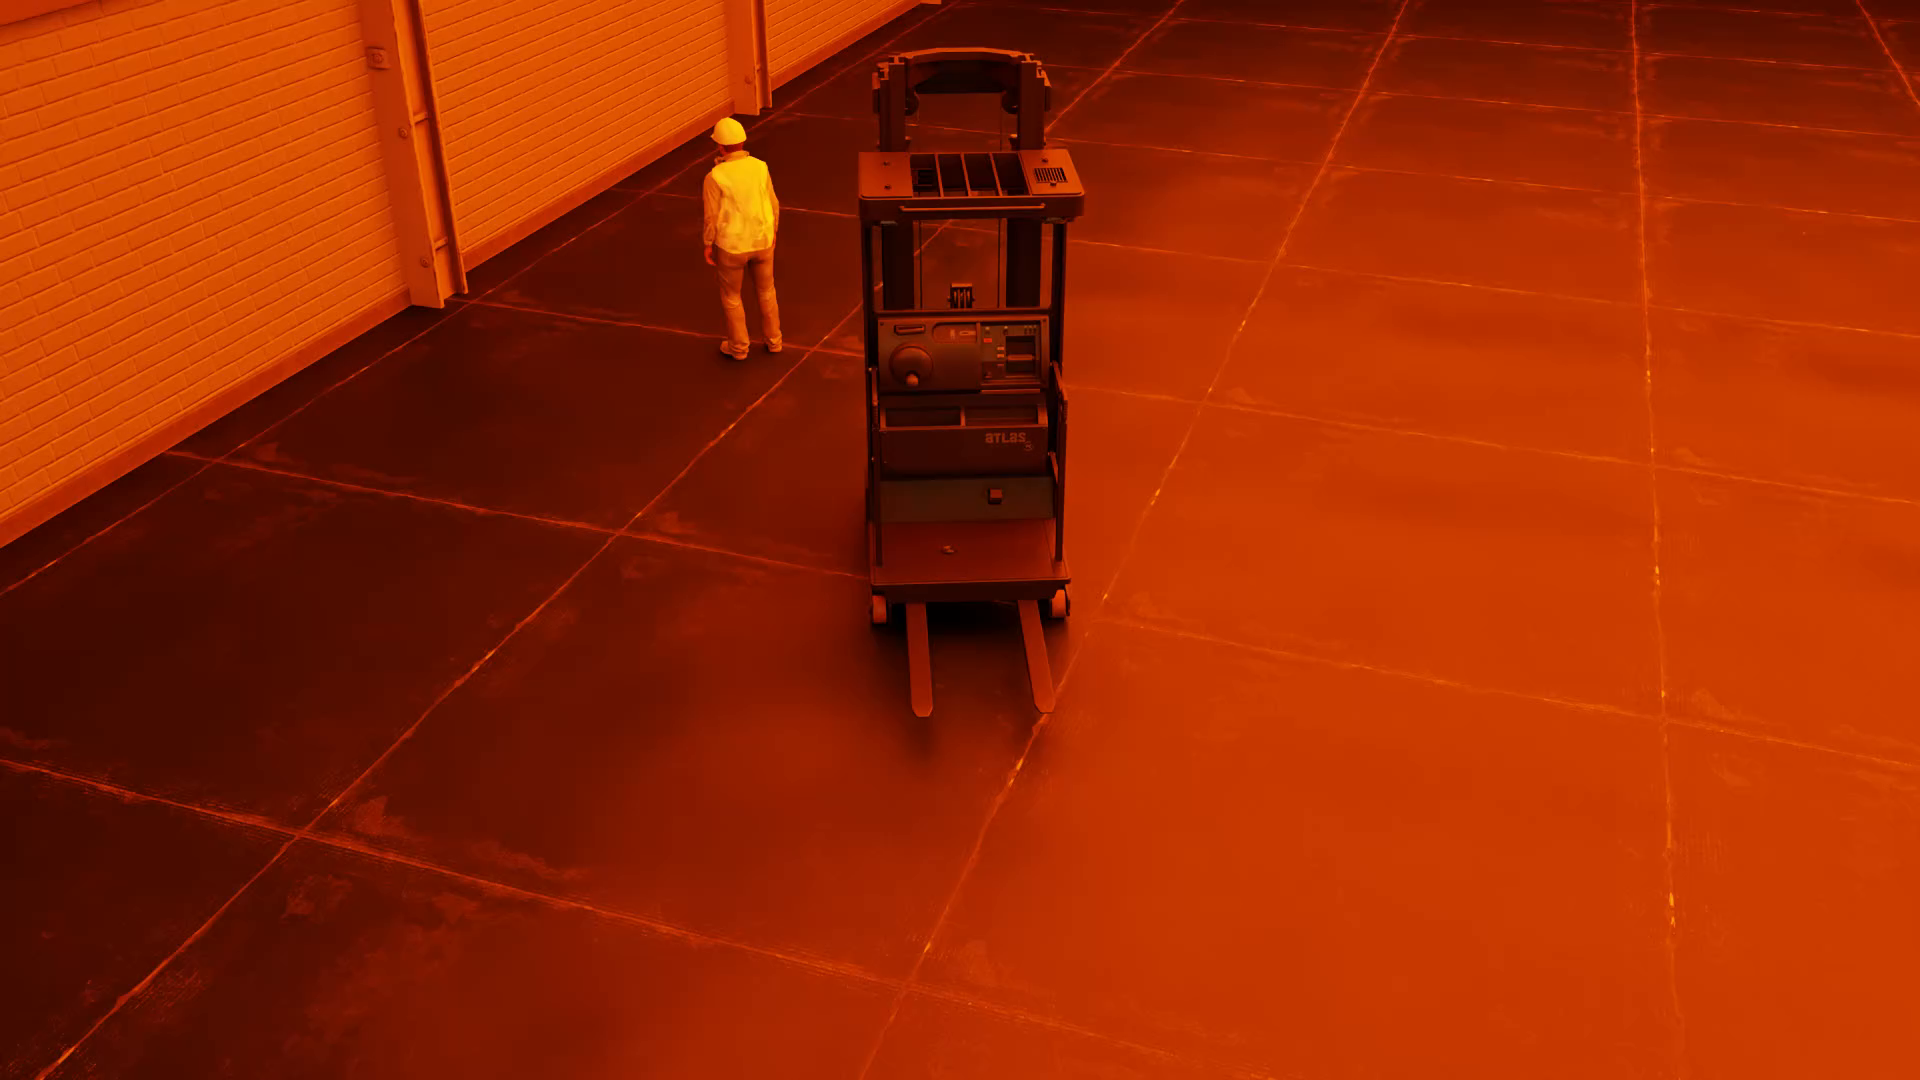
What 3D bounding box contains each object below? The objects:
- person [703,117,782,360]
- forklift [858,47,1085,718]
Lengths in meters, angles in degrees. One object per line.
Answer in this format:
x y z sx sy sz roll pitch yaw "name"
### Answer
-1.592 -2.190 12.148 0.592 1.773 0.457 -16 33 -26 "person"
0.035 -0.972 8.842 1.130 2.935 3.031 -2 30 -3 "forklift"
